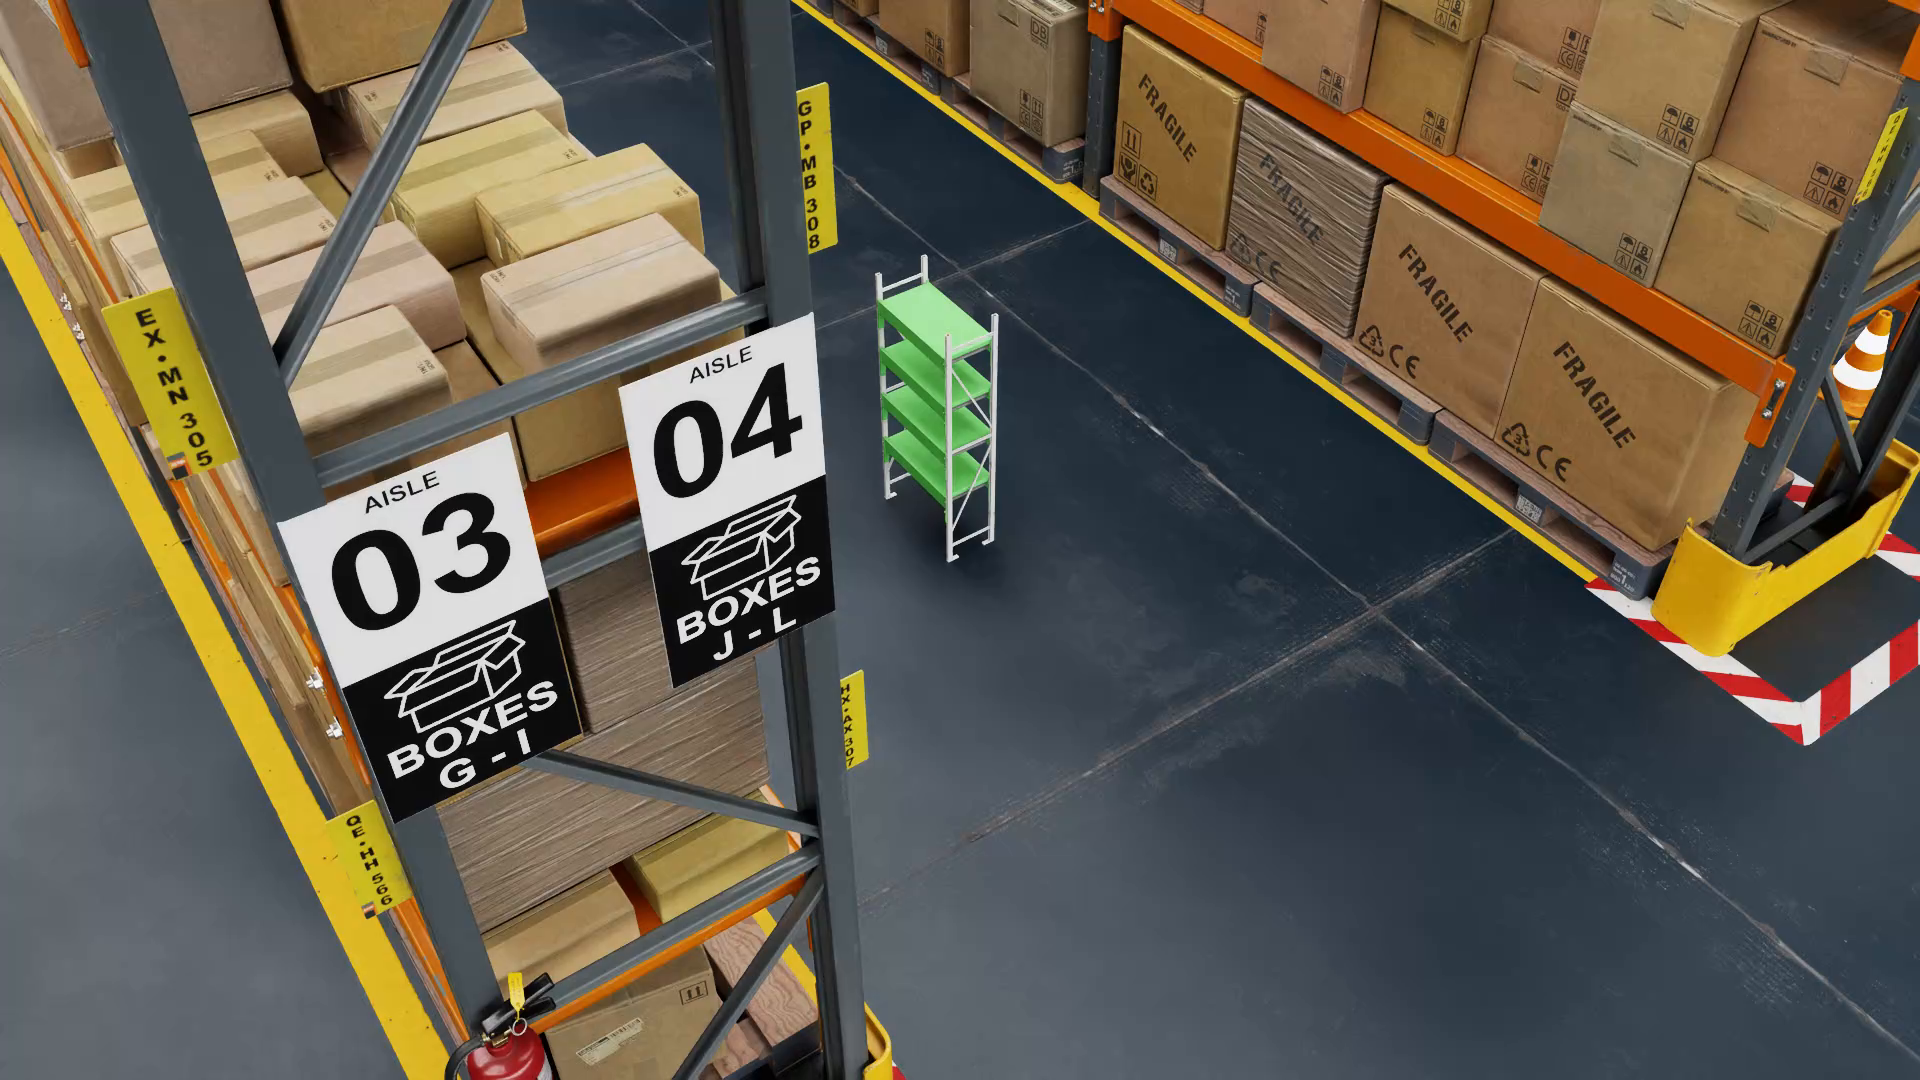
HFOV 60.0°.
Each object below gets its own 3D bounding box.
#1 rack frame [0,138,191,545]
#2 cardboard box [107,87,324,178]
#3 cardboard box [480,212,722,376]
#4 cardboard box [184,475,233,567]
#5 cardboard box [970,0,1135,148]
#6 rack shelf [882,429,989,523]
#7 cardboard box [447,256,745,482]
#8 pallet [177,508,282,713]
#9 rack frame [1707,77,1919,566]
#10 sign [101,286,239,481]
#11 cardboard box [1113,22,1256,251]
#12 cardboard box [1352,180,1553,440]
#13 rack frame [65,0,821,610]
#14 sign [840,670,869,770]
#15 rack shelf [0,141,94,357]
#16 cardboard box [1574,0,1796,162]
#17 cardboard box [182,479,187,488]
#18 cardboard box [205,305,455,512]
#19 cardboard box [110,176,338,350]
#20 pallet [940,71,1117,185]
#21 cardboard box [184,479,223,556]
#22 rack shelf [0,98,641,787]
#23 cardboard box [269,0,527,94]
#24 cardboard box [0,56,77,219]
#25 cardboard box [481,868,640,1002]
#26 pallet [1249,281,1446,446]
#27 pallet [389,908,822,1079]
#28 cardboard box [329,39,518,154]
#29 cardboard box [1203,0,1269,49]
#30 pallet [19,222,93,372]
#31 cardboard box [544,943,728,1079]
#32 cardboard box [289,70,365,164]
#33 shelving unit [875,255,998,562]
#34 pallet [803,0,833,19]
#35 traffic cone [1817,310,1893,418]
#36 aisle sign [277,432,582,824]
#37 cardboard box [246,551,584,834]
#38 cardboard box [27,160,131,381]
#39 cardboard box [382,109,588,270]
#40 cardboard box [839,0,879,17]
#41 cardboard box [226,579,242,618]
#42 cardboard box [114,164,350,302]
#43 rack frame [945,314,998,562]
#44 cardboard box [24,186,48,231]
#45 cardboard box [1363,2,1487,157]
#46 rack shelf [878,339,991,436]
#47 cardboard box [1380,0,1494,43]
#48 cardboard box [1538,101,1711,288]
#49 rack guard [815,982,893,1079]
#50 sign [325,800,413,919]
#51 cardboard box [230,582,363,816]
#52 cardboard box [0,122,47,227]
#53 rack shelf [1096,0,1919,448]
[{"bbox_3d":[-3.002,-1.297,6.428,1.000,3.000,0.127,-26,49,-24],"label":"rack frame"},{"bbox_3d":[-1.630,-0.868,3.626,0.380,0.149,0.250,-25,49,-24],"label":"cardboard box"},{"bbox_3d":[-0.681,-0.454,3.192,0.380,0.149,0.250,-26,49,-25],"label":"cardboard box"},{"bbox_3d":[-1.805,-0.316,4.388,0.500,0.500,0.500,-26,49,-24],"label":"cardboard box"},{"bbox_3d":[0.695,-2.854,9.383,1.050,0.750,0.750,-26,49,-25],"label":"cardboard box"},{"bbox_3d":[-0.095,-0.308,7.135,0.258,0.148,0.480,-26,49,-24],"label":"rack shelf"},{"bbox_3d":[-0.777,-0.438,3.463,0.500,0.250,0.500,-24,49,-23],"label":"cardboard box"},{"bbox_3d":[-2.588,0.078,7.007,1.003,0.211,1.213,-26,49,-24],"label":"pallet"},{"bbox_3d":[3.413,-0.934,6.047,1.000,3.000,0.127,-26,49,-24],"label":"rack frame"},{"bbox_3d":[-1.180,-0.229,2.495,0.100,0.325,0.005,-26,49,-24],"label":"sign"},{"bbox_3d":[1.427,-2.199,8.607,0.875,0.875,0.875,-25,49,-24],"label":"cardboard box"},{"bbox_3d":[2.465,-1.173,7.532,0.875,0.875,0.875,-26,50,-25],"label":"cardboard box"},{"bbox_3d":[-0.713,-1.202,1.983,1.000,3.000,0.127,-26,49,-24],"label":"rack frame"},{"bbox_3d":[-0.268,0.441,3.980,0.100,0.325,0.005,-26,49,-24],"label":"sign"},{"bbox_3d":[-4.146,-2.170,7.863,1.077,0.370,4.000,-26,49,-24],"label":"rack shelf"},{"bbox_3d":[2.842,-1.879,6.147,0.875,0.550,0.550,-26,49,-24],"label":"cardboard box"},{"bbox_3d":[-2.390,-0.268,5.531,0.380,0.149,0.250,-26,49,-24],"label":"cardboard box"},{"bbox_3d":[-1.128,-0.241,2.969,0.380,0.149,0.250,-26,49,-24],"label":"cardboard box"},{"bbox_3d":[-1.427,-0.546,3.288,0.380,0.149,0.250,-28,50,-26],"label":"cardboard box"},{"bbox_3d":[0.621,-2.598,9.810,1.003,0.211,1.213,-26,49,-24],"label":"pallet"},{"bbox_3d":[-1.917,-0.322,5.118,0.875,0.500,0.500,-26,49,-24],"label":"cardboard box"},{"bbox_3d":[-1.857,-0.989,4.454,1.077,0.370,4.000,-26,49,-24],"label":"rack shelf"},{"bbox_3d":[-1.341,-1.389,3.701,0.500,0.500,0.500,-26,49,-25],"label":"cardboard box"},{"bbox_3d":[-2.064,-1.093,4.150,0.500,0.250,0.500,-27,50,-25],"label":"cardboard box"},{"bbox_3d":[-1.046,0.979,4.225,0.380,0.149,0.250,-26,49,-24],"label":"cardboard box"},{"bbox_3d":[2.197,-1.038,8.175,1.003,0.211,1.213,-26,49,-24],"label":"pallet"},{"bbox_3d":[-1.193,1.460,5.559,1.003,0.211,1.213,-26,49,-24],"label":"pallet"},{"bbox_3d":[-1.229,-1.055,3.822,0.380,0.149,0.250,-26,49,-25],"label":"cardboard box"},{"bbox_3d":[1.678,-2.747,7.837,0.875,0.550,0.550,-26,49,-24],"label":"cardboard box"},{"bbox_3d":[-4.150,-1.421,8.576,1.003,0.211,1.213,-26,49,-24],"label":"pallet"},{"bbox_3d":[-1.057,1.360,5.150,0.500,0.500,0.500,-17,46,-17],"label":"cardboard box"},{"bbox_3d":[-1.357,-1.009,4.062,0.500,0.250,0.500,-26,49,-25],"label":"cardboard box"},{"bbox_3d":[-0.095,-0.528,6.925,0.258,1.200,0.503,-26,49,-24],"label":"shelving unit"},{"bbox_3d":[-0.775,-3.980,11.257,1.003,0.211,1.213,-26,49,-24],"label":"pallet"},{"bbox_3d":[4.274,-0.878,7.826,0.336,0.463,0.334,-26,49,-24],"label":"traffic cone"},{"bbox_3d":[-0.924,0.181,2.996,0.394,0.787,0.004,-26,49,-24],"label":"aisle sign"},{"bbox_3d":[-1.231,0.249,3.796,0.500,0.500,0.500,-26,49,-24],"label":"cardboard box"},{"bbox_3d":[-2.380,-0.882,4.980,0.500,0.500,0.500,-26,49,-24],"label":"cardboard box"},{"bbox_3d":[-0.996,-0.734,3.485,0.380,0.149,0.250,-27,50,-25],"label":"cardboard box"},{"bbox_3d":[-0.386,-3.929,10.509,1.050,0.750,0.750,-25,49,-24],"label":"cardboard box"},{"bbox_3d":[-1.990,0.171,5.071,0.380,0.149,0.250,-26,49,-24],"label":"cardboard box"},{"bbox_3d":[-1.485,-0.517,3.547,0.500,0.250,0.500,-25,49,-24],"label":"cardboard box"},{"bbox_3d":[0.045,-0.390,6.780,0.240,1.200,0.015,-26,49,-24],"label":"rack frame"},{"bbox_3d":[-2.795,-1.162,5.998,0.875,0.500,0.500,-26,49,-24],"label":"cardboard box"},{"bbox_3d":[2.276,-2.134,7.195,0.875,0.550,0.500,-26,49,-24],"label":"cardboard box"},{"bbox_3d":[-0.095,-0.655,6.803,0.258,0.148,0.480,-26,49,-24],"label":"rack shelf"},{"bbox_3d":[2.223,-2.499,6.796,0.875,0.550,0.500,-26,49,-24],"label":"cardboard box"},{"bbox_3d":[2.831,-1.483,6.514,0.875,0.550,0.550,-26,49,-24],"label":"cardboard box"},{"bbox_3d":[-0.757,1.829,4.963,1.175,0.500,0.348,-26,49,-24],"label":"rack guard"},{"bbox_3d":[-1.180,0.643,3.328,0.100,0.325,0.005,-26,49,-24],"label":"sign"},{"bbox_3d":[-1.390,0.266,4.502,0.875,0.500,0.500,-26,49,-24],"label":"cardboard box"},{"bbox_3d":[-2.953,-1.447,5.573,0.500,0.500,0.500,-26,49,-24],"label":"cardboard box"},{"bbox_3d":[2.269,-1.807,7.482,1.077,0.370,4.000,-26,49,-24],"label":"rack shelf"}]
